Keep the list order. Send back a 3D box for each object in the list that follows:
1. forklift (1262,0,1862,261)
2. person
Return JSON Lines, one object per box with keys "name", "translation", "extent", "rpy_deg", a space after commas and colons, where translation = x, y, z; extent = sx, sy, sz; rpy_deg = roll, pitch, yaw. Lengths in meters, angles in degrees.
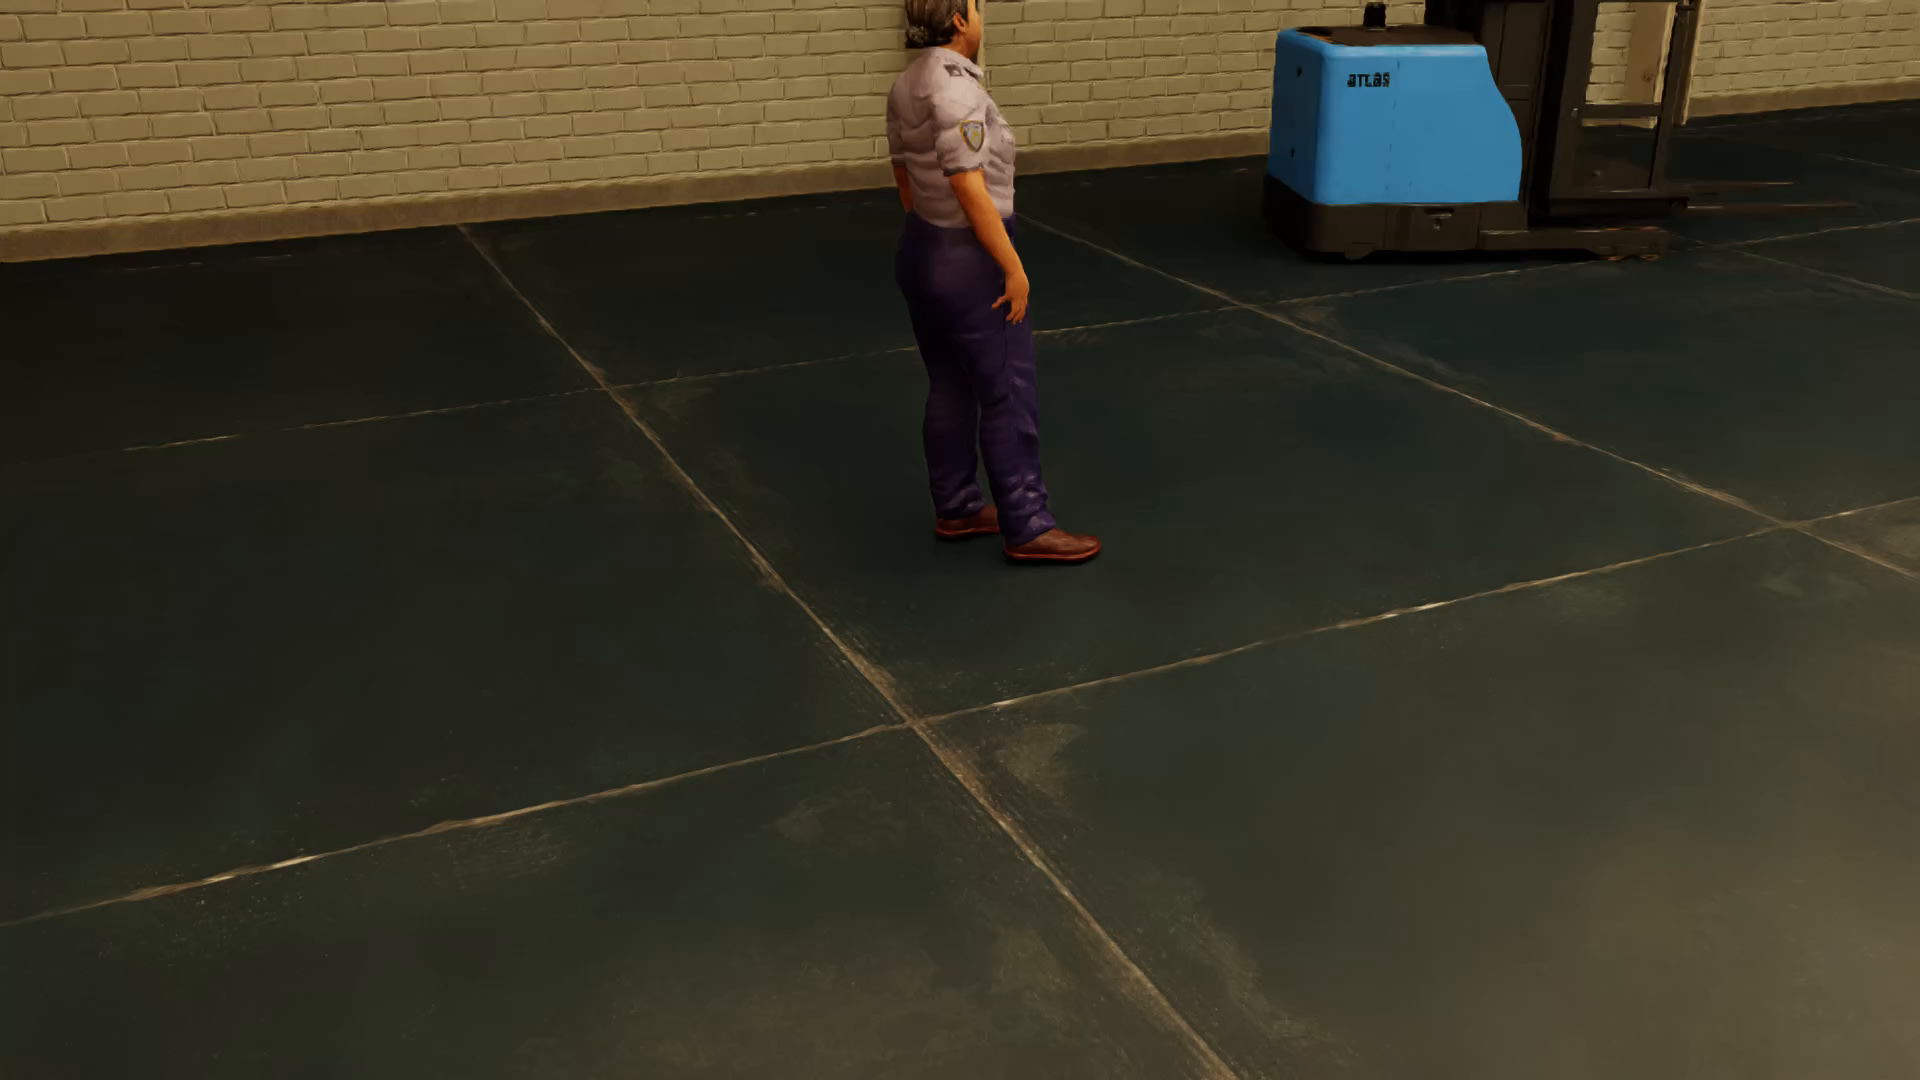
{"name": "forklift", "translation": [3.235, -2.996, 8.498], "extent": [3.031, 2.935, 1.130], "rpy_deg": [-2, 23, -5]}
{"name": "person", "translation": [0.091, -0.774, 4.804], "extent": [0.502, 1.650, 0.599], "rpy_deg": [-10, 25, -23]}
